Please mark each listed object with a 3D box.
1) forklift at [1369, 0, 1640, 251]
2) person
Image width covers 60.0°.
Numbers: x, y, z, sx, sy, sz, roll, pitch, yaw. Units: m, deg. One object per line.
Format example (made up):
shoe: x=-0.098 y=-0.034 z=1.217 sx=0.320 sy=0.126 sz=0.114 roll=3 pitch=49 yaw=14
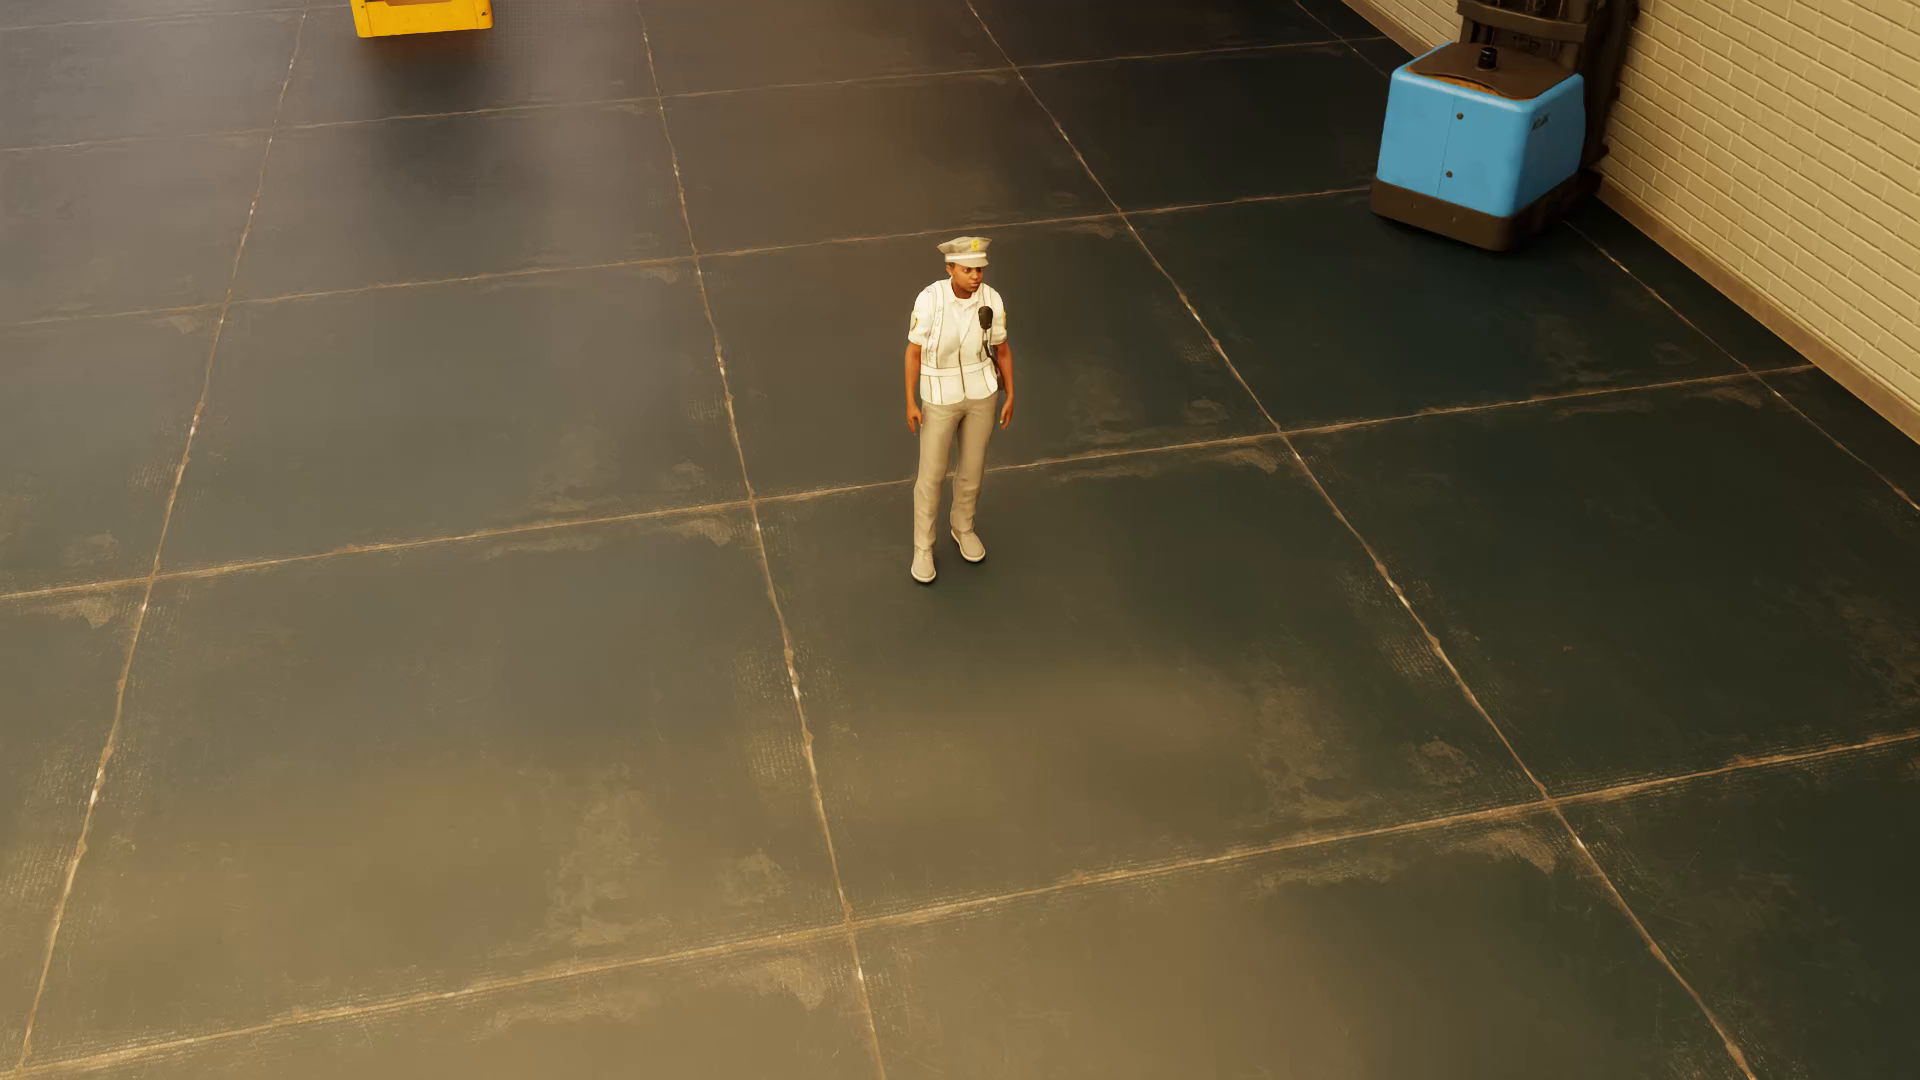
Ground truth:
forklift: x=4.229 y=-3.900 z=11.469 sx=1.130 sy=2.935 sz=3.031 roll=28 pitch=44 yaw=33
person: x=-0.003 y=-0.648 z=7.998 sx=0.569 sy=1.694 sz=0.530 roll=-8 pitch=36 yaw=-11
